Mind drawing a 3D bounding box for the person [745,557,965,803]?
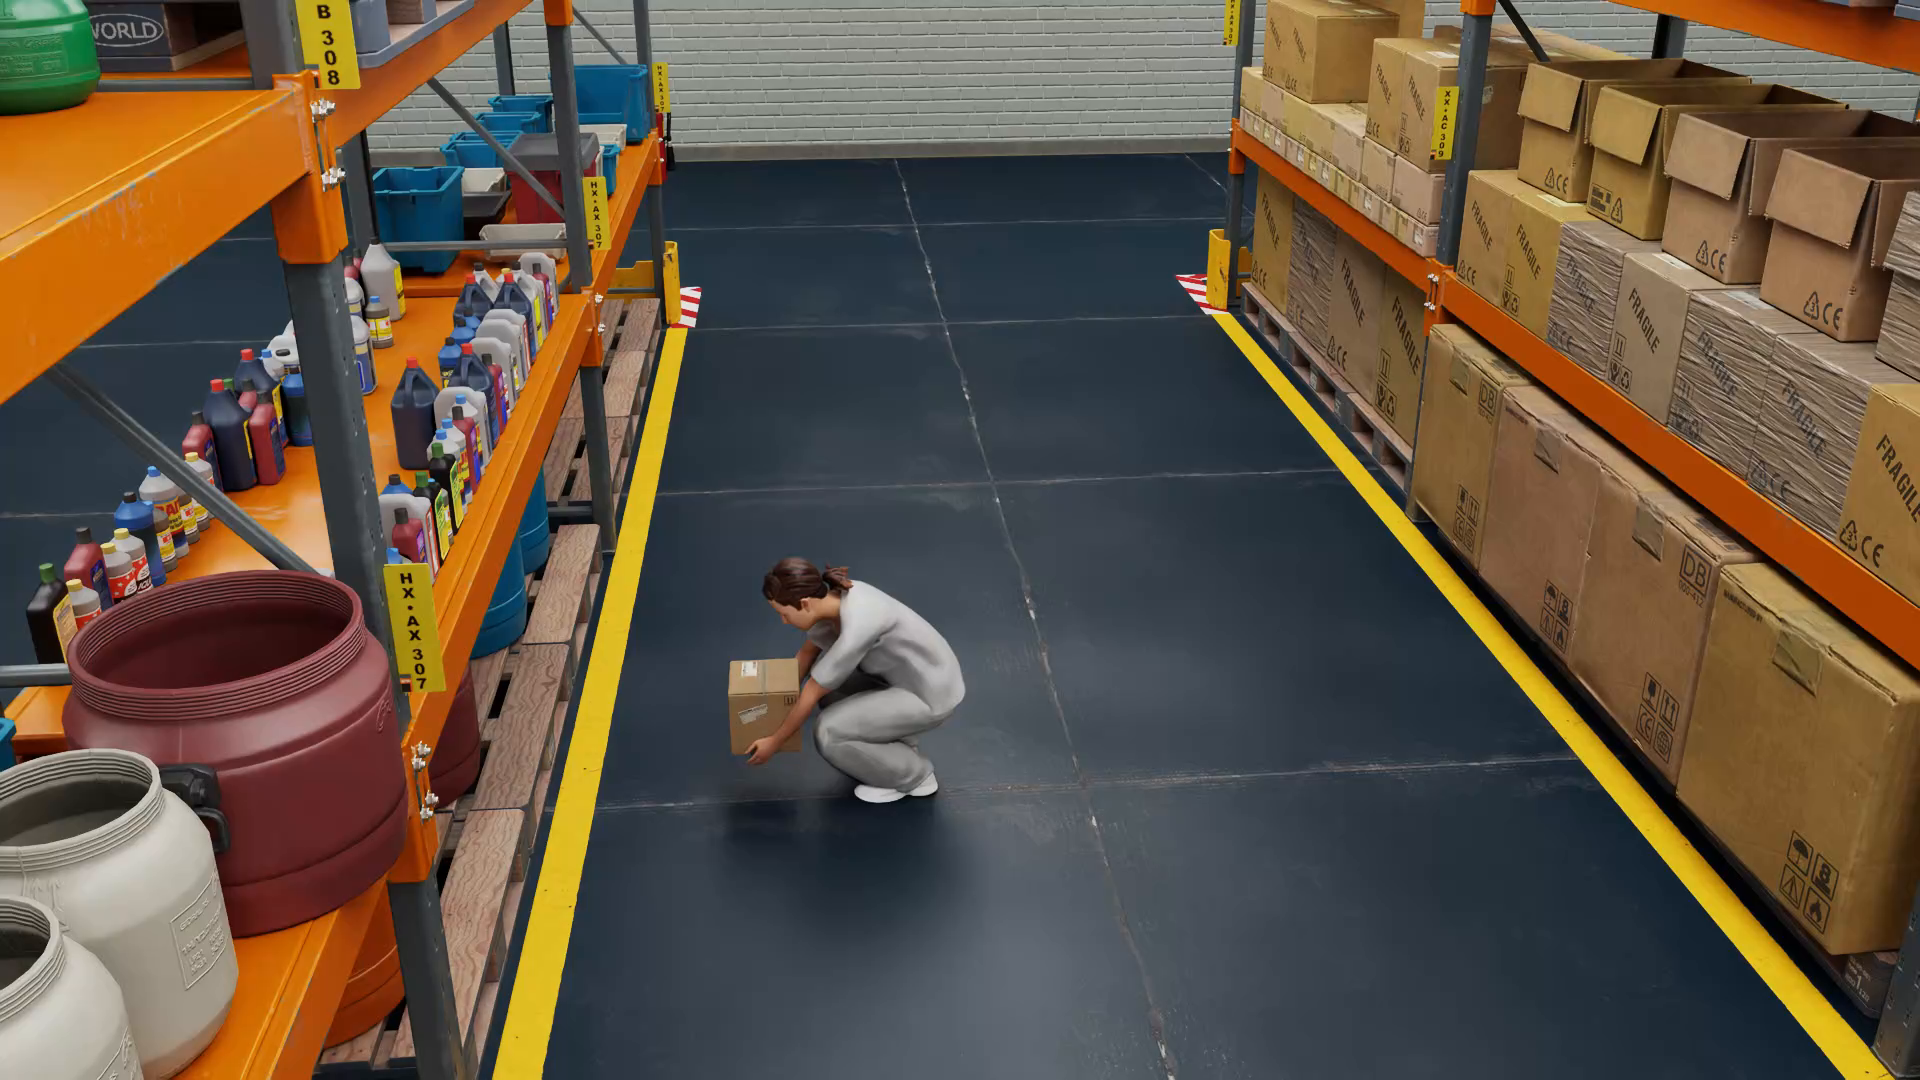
[{"bbox_3d":[-0.381,0.466,5.972,0.798,0.937,0.483,-2,24,-5],"label":"person"}]
